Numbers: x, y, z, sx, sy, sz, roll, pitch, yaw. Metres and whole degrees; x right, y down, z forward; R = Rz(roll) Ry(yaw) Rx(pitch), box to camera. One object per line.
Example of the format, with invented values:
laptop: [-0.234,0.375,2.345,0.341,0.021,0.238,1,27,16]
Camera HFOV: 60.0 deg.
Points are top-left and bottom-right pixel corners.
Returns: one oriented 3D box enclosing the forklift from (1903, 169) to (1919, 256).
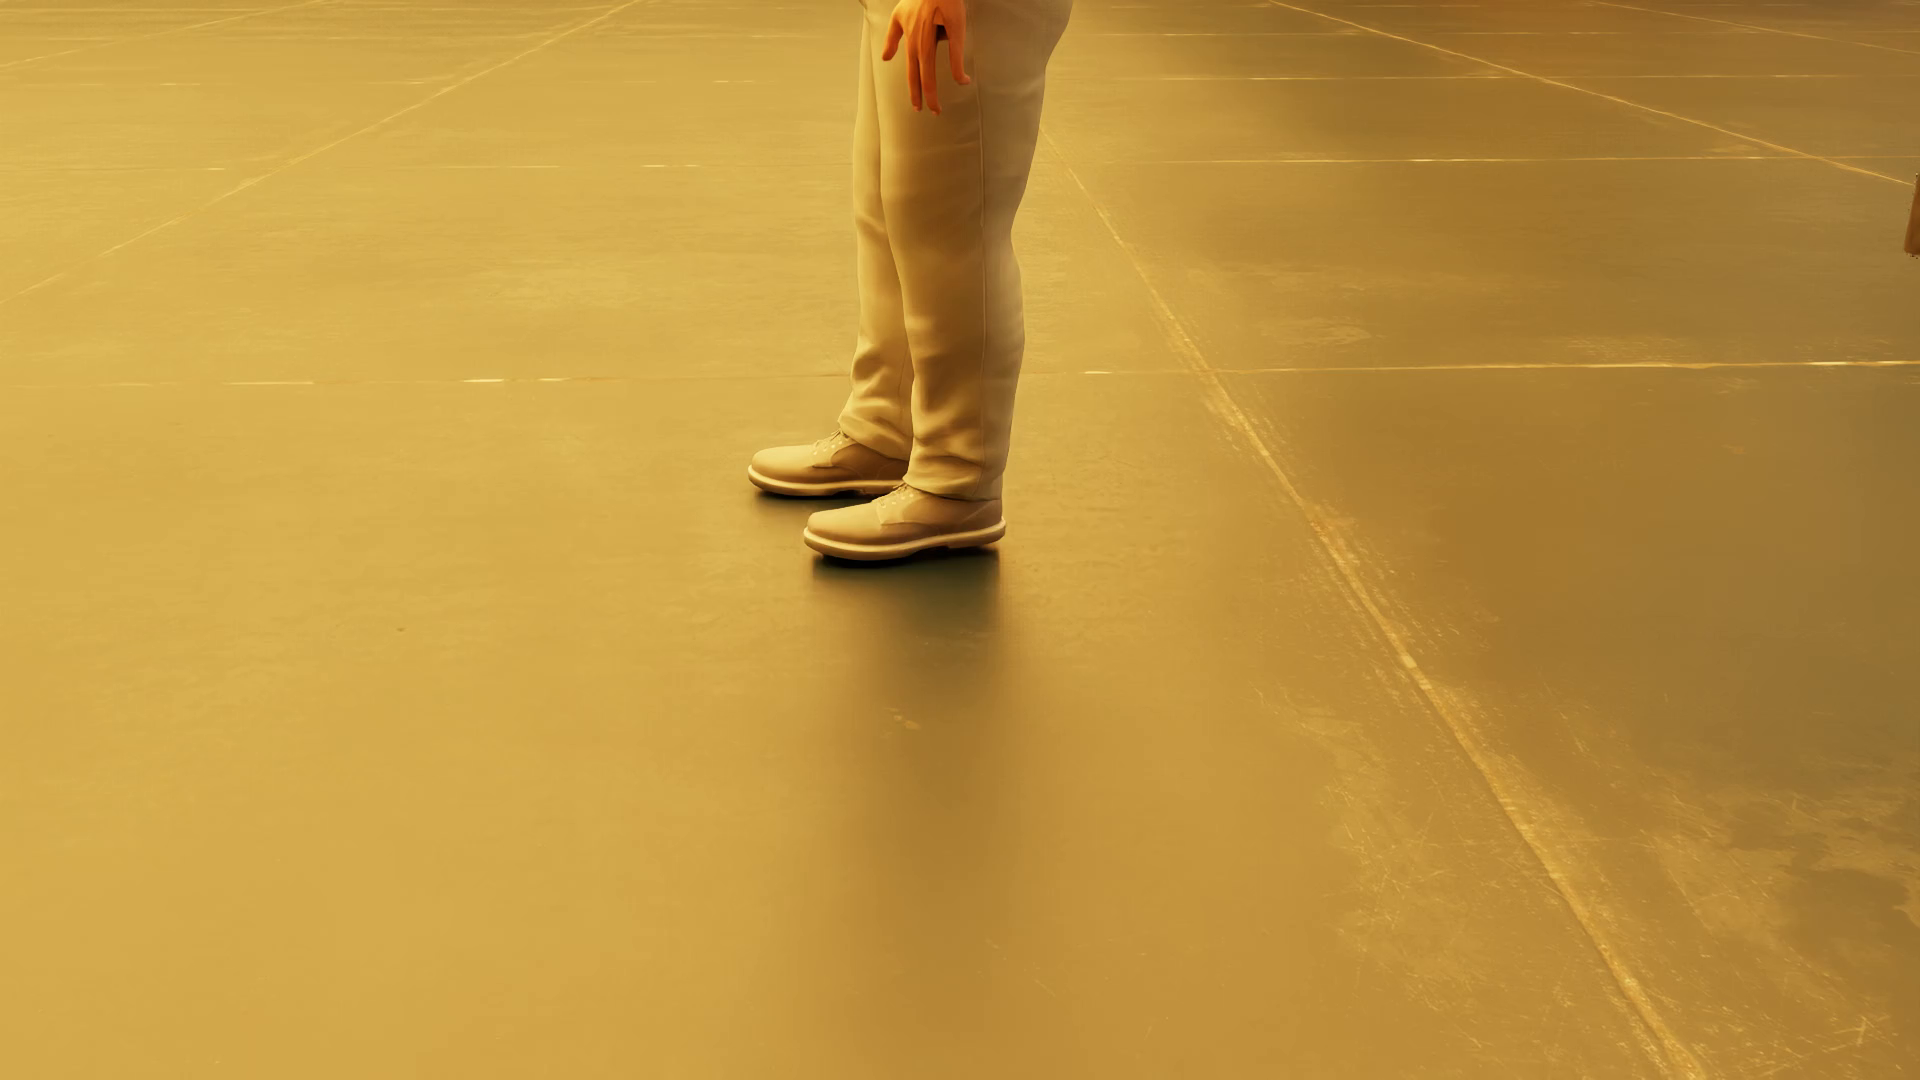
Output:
forklift: [4.132,-2.178,4.275,3.031,2.935,1.130,-11,24,-25]

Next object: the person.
person: [-0.078,-0.839,2.417,0.575,1.781,0.640,-1,21,-3]
